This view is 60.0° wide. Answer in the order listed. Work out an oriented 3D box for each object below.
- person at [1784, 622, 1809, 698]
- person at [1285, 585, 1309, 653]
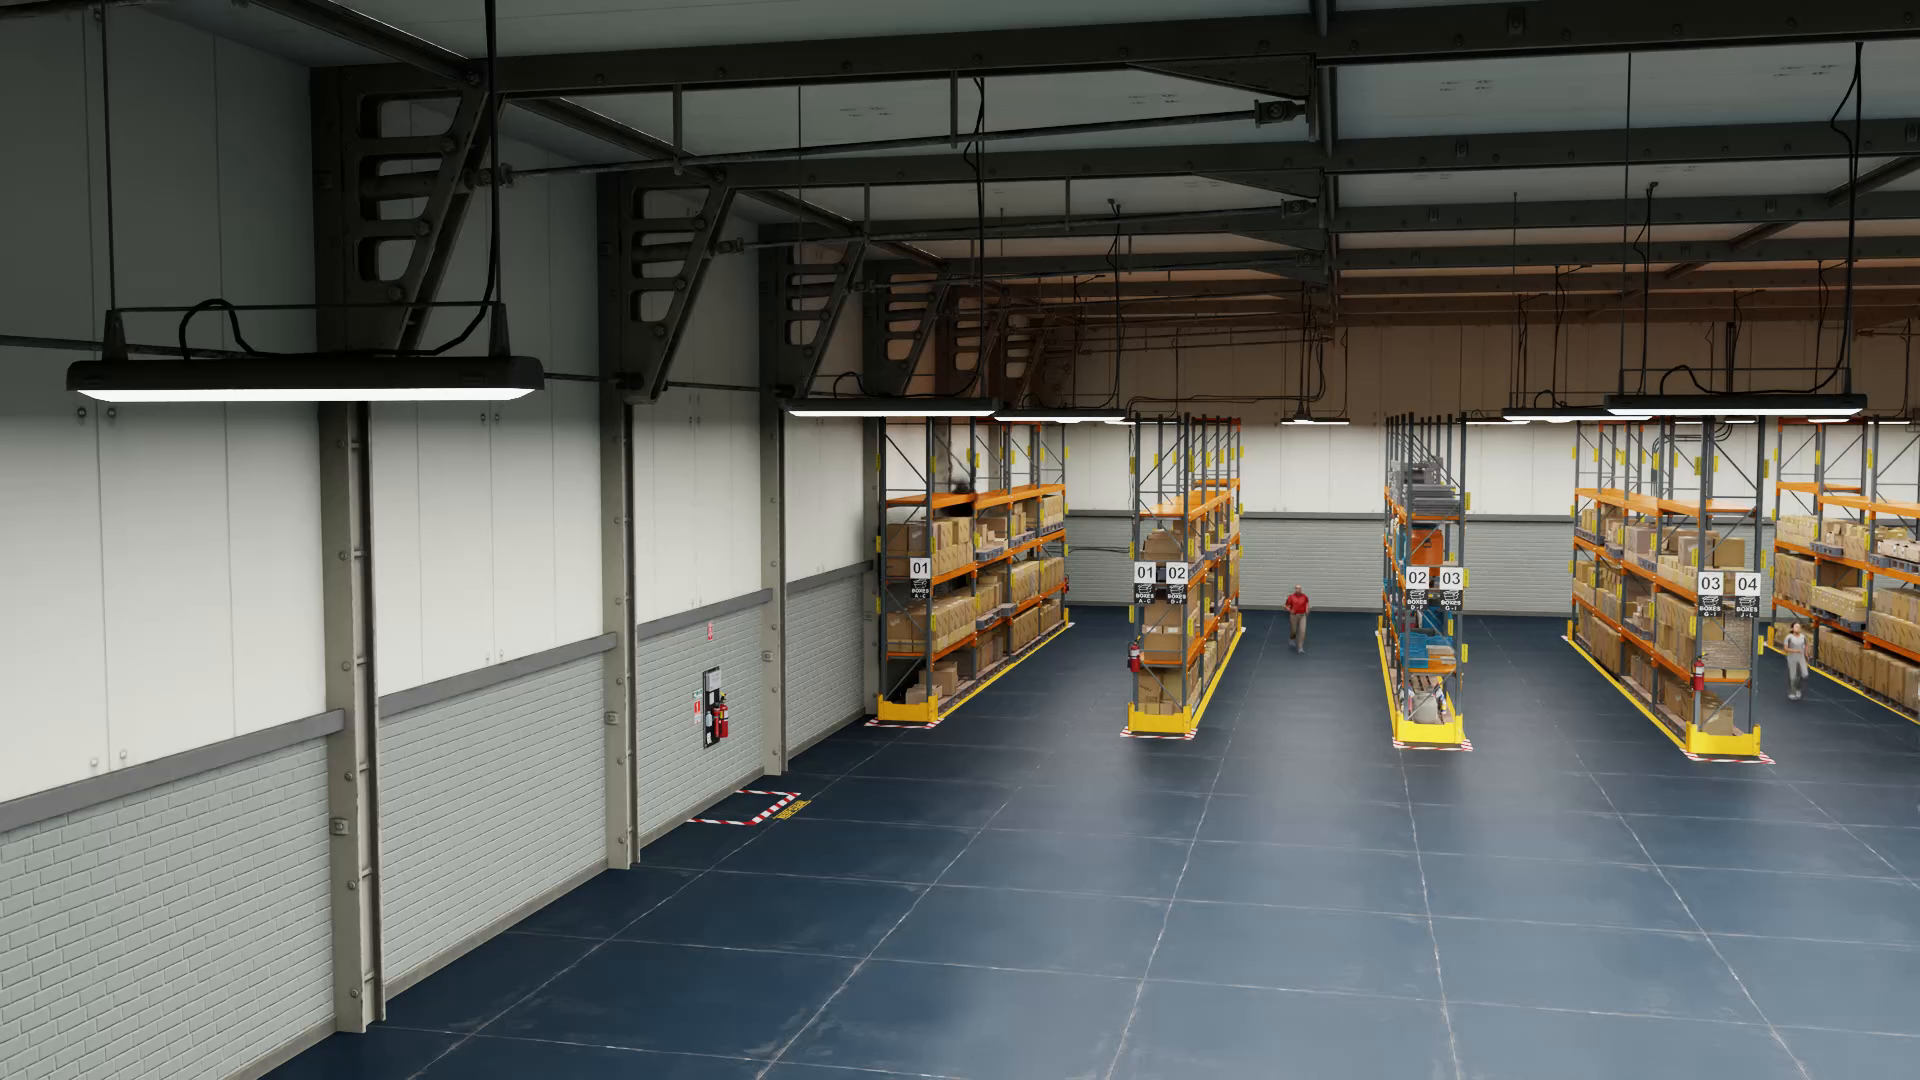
[{"bbox_3d":[17.564,2.531,34.880,0.543,1.634,0.621,0,4,7],"label":"person"},{"bbox_3d":[8.644,2.000,42.548,0.665,1.720,0.888,0,4,-2],"label":"person"}]
